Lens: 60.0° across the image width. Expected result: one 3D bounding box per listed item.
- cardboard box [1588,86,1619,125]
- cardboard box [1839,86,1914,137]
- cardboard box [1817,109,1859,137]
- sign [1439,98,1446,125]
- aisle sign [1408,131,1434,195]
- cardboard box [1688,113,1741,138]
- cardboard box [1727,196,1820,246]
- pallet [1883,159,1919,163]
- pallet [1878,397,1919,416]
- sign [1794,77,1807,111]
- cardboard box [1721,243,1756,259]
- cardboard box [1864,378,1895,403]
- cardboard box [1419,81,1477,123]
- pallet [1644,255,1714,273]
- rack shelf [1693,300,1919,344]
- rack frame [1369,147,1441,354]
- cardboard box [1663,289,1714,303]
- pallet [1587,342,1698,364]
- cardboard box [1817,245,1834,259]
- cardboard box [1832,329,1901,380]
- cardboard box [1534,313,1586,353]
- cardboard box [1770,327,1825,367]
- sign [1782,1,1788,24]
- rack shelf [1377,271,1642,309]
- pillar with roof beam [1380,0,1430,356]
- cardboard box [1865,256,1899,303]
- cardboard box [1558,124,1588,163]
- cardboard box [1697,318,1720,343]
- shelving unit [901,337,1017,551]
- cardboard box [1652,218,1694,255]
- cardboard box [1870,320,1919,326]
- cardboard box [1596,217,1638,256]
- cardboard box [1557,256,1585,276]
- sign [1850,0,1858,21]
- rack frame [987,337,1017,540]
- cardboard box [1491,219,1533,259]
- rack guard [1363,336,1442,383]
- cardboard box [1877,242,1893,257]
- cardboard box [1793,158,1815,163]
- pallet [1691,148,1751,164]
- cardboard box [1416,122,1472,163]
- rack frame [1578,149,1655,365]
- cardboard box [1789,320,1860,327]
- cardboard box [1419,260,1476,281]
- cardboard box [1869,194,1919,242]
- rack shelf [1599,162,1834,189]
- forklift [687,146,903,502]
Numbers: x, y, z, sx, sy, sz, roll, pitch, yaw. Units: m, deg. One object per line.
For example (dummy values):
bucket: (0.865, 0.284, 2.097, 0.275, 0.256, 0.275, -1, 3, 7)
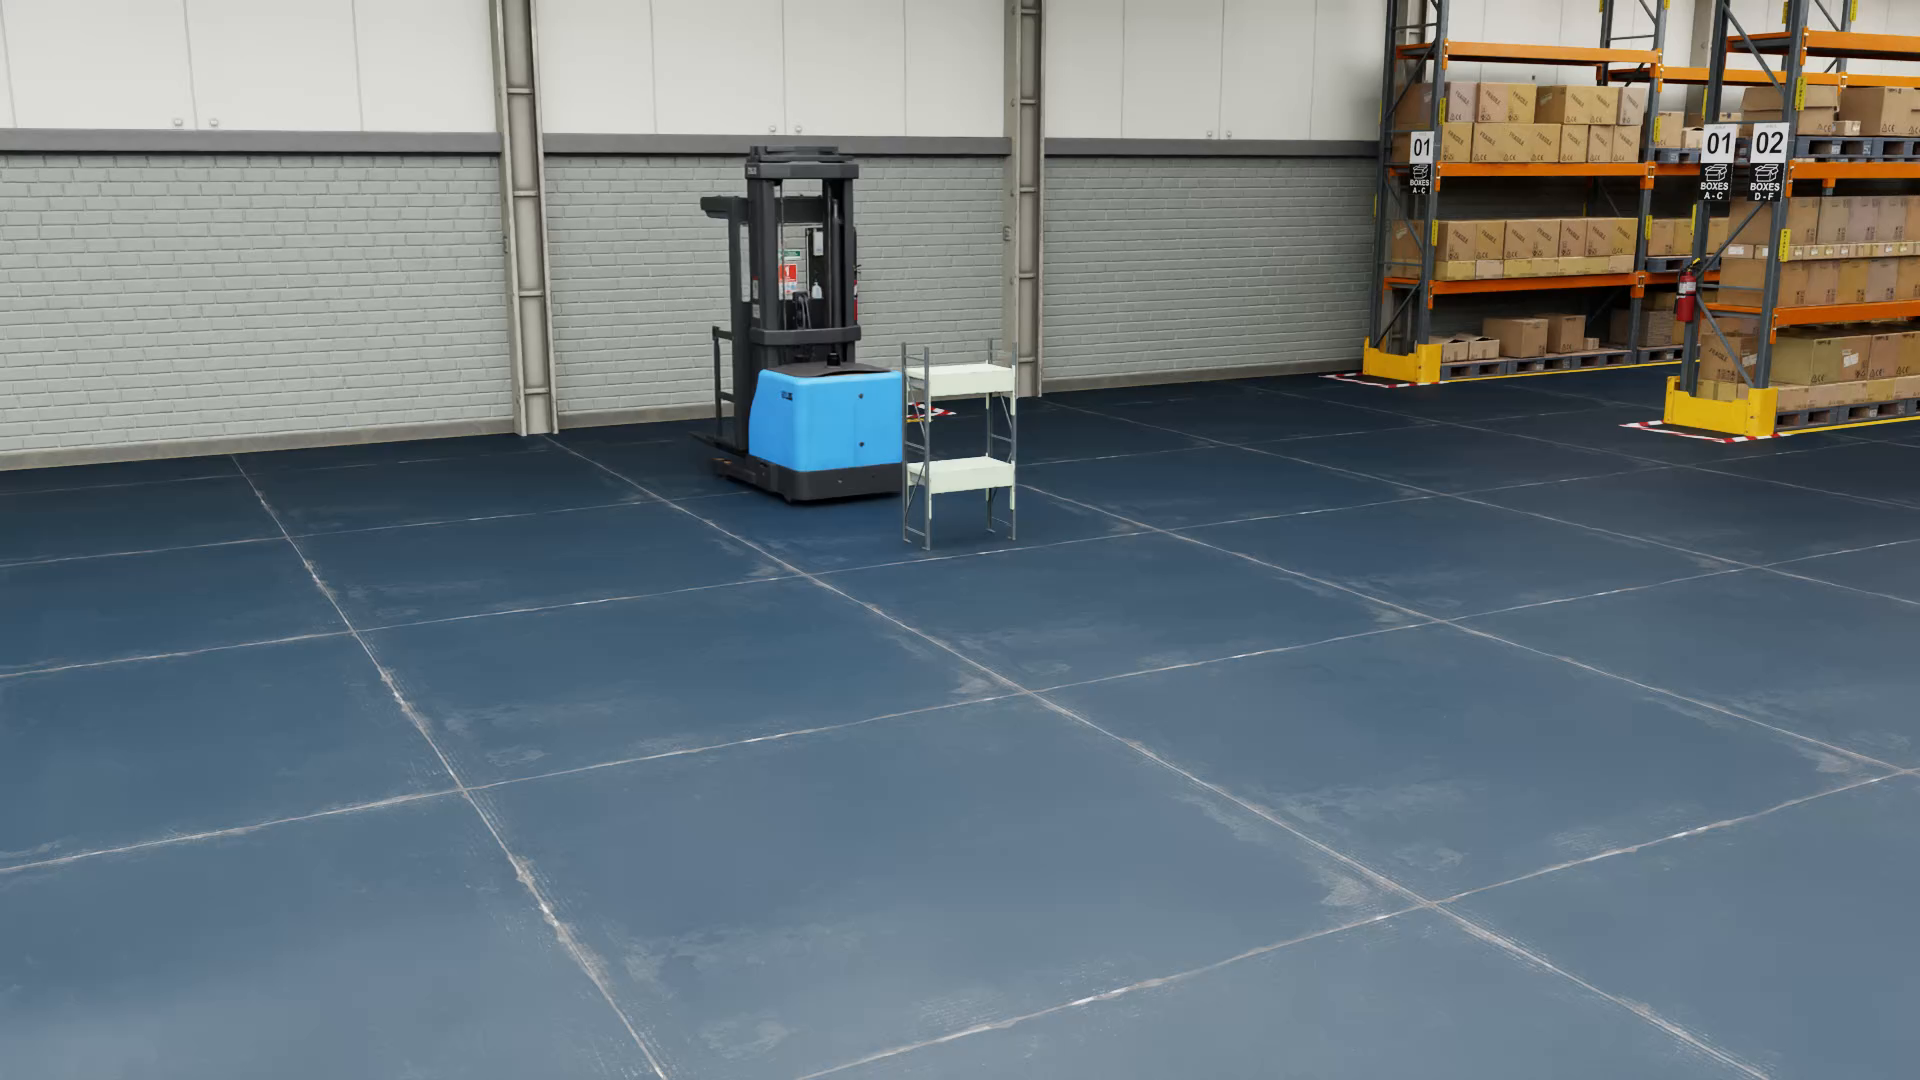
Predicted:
cardboard box: (8.551, -5.893, 22.582, 0.500, 0.500, 0.500, -6, 14, -25)
cardboard box: (9.794, -4.581, 17.798, 0.500, 0.500, 0.500, -7, 14, -28)
cardboard box: (9.578, -4.597, 18.300, 0.500, 0.311, 0.500, -5, 14, -21)
sign: (6.089, -5.413, 21.008, 0.005, 0.325, 0.100, -7, 14, -28)
aisle sign: (5.909, -4.831, 21.322, 0.004, 0.787, 0.394, -7, 14, -28)
cardboard box: (10.940, -5.938, 24.145, 0.500, 0.500, 0.500, -7, 15, -30)
cardboard box: (8.668, -3.408, 17.736, 0.500, 0.500, 0.700, -7, 14, -28)
pallet: (14.370, -6.037, 26.200, 1.213, 0.211, 1.003, -6, 14, -25)
pallet: (10.998, -1.659, 19.498, 1.213, 0.211, 1.003, -7, 14, -28)
sign: (8.466, -4.495, 16.745, 0.005, 0.325, 0.100, -7, 14, -28)
cardboard box: (8.450, -3.116, 17.917, 0.250, 0.149, 0.380, -7, 15, -29)
cardboard box: (10.100, -1.708, 18.673, 0.500, 0.250, 0.500, -7, 14, -28)
cardboard box: (6.283, -5.631, 21.418, 0.500, 0.500, 0.500, -8, 15, -32)
pallet: (10.080, -4.007, 24.021, 1.213, 0.211, 1.003, -7, 14, -28)
rack shelf: (9.961, -2.533, 18.671, 4.000, 0.370, 1.077, -7, 14, -28)
rack frame: (5.829, -3.628, 21.898, 0.127, 3.000, 1.000, -7, 14, -28)
cardboard box: (10.817, -3.593, 24.725, 0.500, 0.250, 0.500, -7, 15, -29)
pallet: (10.022, -2.770, 24.439, 1.213, 0.211, 1.003, -7, 14, -28)
cardboard box: (9.103, -3.093, 17.815, 0.250, 0.149, 0.380, -7, 14, -28)
cardboard box: (10.101, -2.074, 18.590, 0.500, 0.500, 0.500, -7, 14, -28)
cardboard box: (8.448, -2.927, 23.474, 0.500, 0.500, 0.500, -8, 15, -32)
cardboard box: (9.404, -2.125, 18.816, 0.500, 0.500, 0.500, -7, 14, -28)
sign: (12.581, -8.036, 25.332, 0.005, 0.325, 0.100, -7, 14, -28)
rack shelf: (7.584, -3.487, 22.912, 4.000, 0.370, 1.077, -7, 14, -28)
pillar with roof beam: (8.091, -5.965, 18.620, 0.400, 9.000, 9.100, -7, 14, -28)
cardboard box: (9.979, -2.932, 18.580, 0.500, 0.500, 0.700, -6, 14, -26)
cardboard box: (8.097, -5.354, 22.460, 0.500, 0.500, 0.500, -7, 15, -30)
cardboard box: (10.874, -3.234, 24.840, 0.500, 0.500, 0.700, -7, 14, -27)
shelving unit: (-0.006, -0.731, 12.441, 0.755, 1.500, 0.431, -7, 14, -28)
cardboard box: (10.297, -4.416, 24.172, 0.500, 0.500, 0.700, -5, 14, -22)
cardboard box: (11.159, -2.335, 19.752, 0.500, 0.500, 0.500, -7, 14, -28)
cardboard box: (9.073, -4.242, 23.214, 0.500, 0.500, 0.500, -7, 14, -28)
cardboard box: (8.194, -3.770, 22.827, 0.500, 0.250, 0.500, -7, 14, -28)
sign: (13.119, -7.787, 24.407, 0.005, 0.325, 0.100, -7, 14, -28)
rack frame: (0.315, -0.769, 12.612, 0.023, 1.500, 0.400, -7, 14, -28)
cardboard box: (7.287, -4.026, 22.254, 0.500, 0.500, 0.500, -7, 15, -30)
rack guard: (5.895, -2.416, 22.208, 0.348, 0.500, 1.175, -7, 14, -28)
cardboard box: (10.003, -3.200, 18.292, 0.250, 0.149, 0.380, -7, 14, -27)
cardboard box: (12.348, -5.771, 24.748, 0.500, 0.311, 0.500, -7, 14, -28)
pallet: (10.841, -5.575, 24.144, 1.003, 0.211, 1.213, -7, 14, -28)
cardboard box: (6.242, -5.137, 21.497, 0.500, 0.500, 0.500, -6, 14, -26)
rack frame: (9.340, -4.049, 23.767, 0.127, 3.000, 1.000, -7, 14, -28)
cardboard box: (13.559, -3.678, 26.059, 0.750, 0.750, 0.750, -7, 14, -29)
cardboard box: (6.409, -3.555, 21.868, 0.500, 0.250, 0.500, -7, 15, -29)
cardboard box: (10.447, -3.622, 18.690, 0.500, 0.500, 0.700, -7, 14, -28)
rack shelf: (11.095, -5.372, 24.452, 4.000, 0.370, 1.077, -7, 14, -28)
forklift: (-1.630, -2.023, 14.924, 1.130, 2.935, 3.031, -7, 15, -29)
